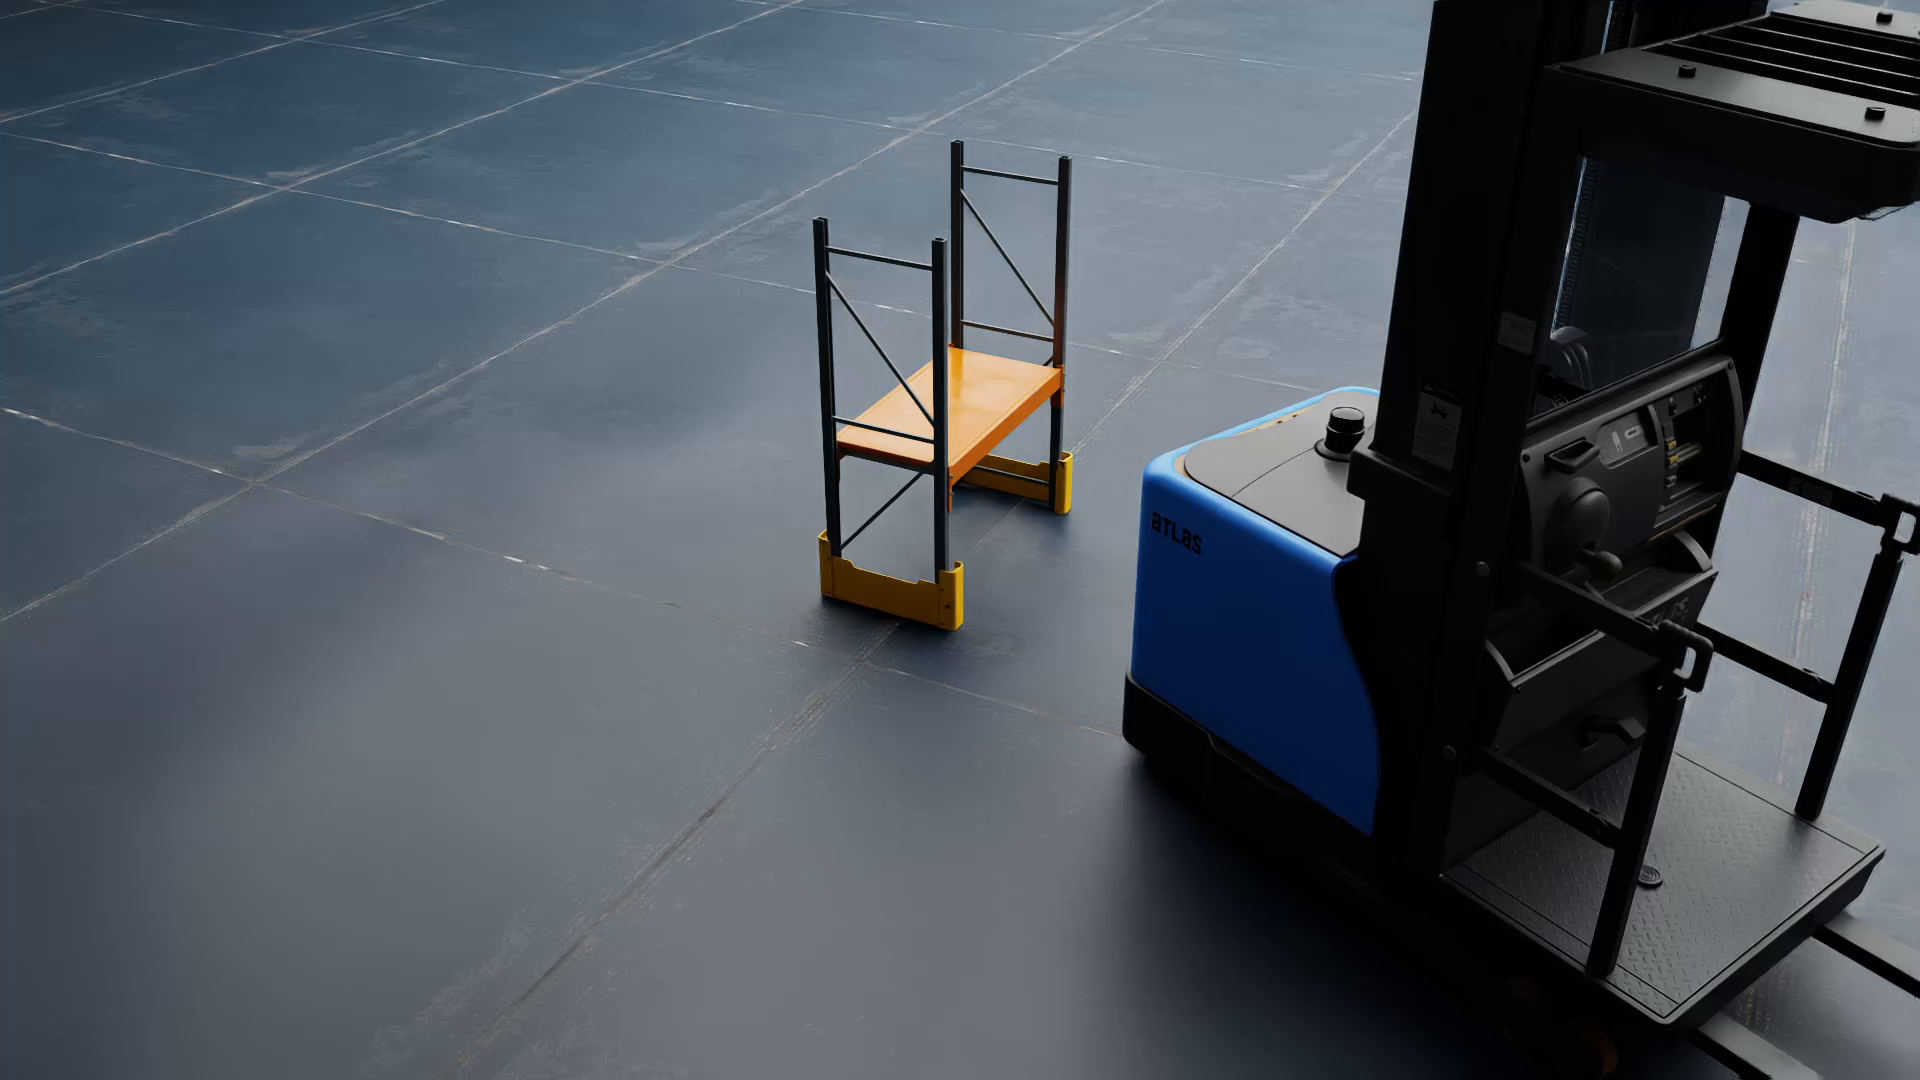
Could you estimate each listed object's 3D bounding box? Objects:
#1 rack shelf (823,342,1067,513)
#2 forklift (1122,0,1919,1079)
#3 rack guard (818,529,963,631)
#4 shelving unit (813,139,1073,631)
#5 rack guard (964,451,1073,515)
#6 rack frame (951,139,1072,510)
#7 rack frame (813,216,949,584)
[{"bbox_3d":[-0.039,-0.457,6.400,0.538,0.185,1.000,14,33,23],"label":"rack shelf"},{"bbox_3d":[1.832,-0.143,4.055,1.130,2.935,3.031,-21,36,-32],"label":"forklift"},{"bbox_3d":[-0.262,0.146,6.244,0.587,0.250,0.087,14,33,23],"label":"rack guard"},{"bbox_3d":[-0.035,-0.617,6.318,0.587,1.500,1.083,14,33,23],"label":"shelving unit"},{"bbox_3d":[0.192,-0.295,7.013,0.587,0.250,0.087,14,33,23],"label":"rack guard"},{"bbox_3d":[0.193,-0.838,6.703,0.500,1.500,0.032,14,33,23],"label":"rack frame"},{"bbox_3d":[-0.270,-0.387,5.918,0.500,1.500,0.032,14,33,23],"label":"rack frame"}]
